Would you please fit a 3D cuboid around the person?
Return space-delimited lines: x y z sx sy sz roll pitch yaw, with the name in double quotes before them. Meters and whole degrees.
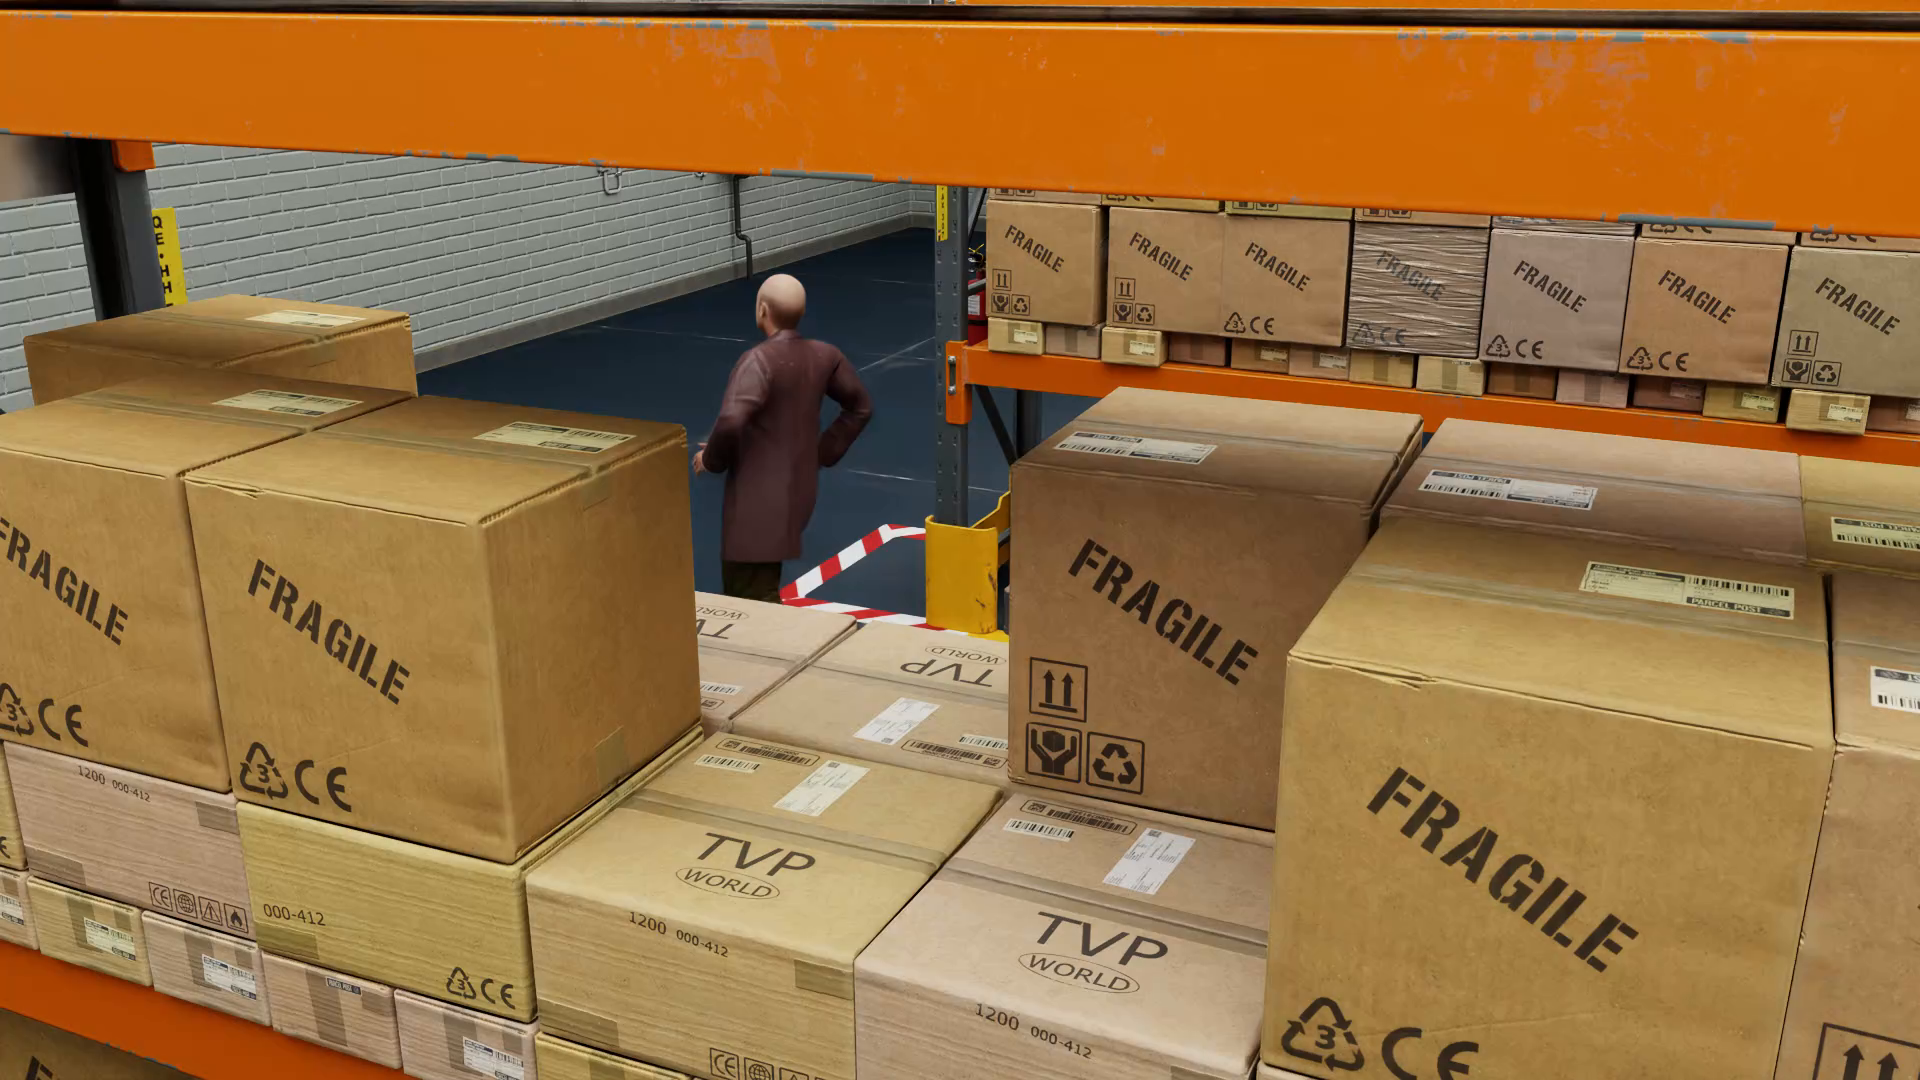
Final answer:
"person" -0.705 -0.139 6.604 0.611 1.813 0.790 12 22 31
